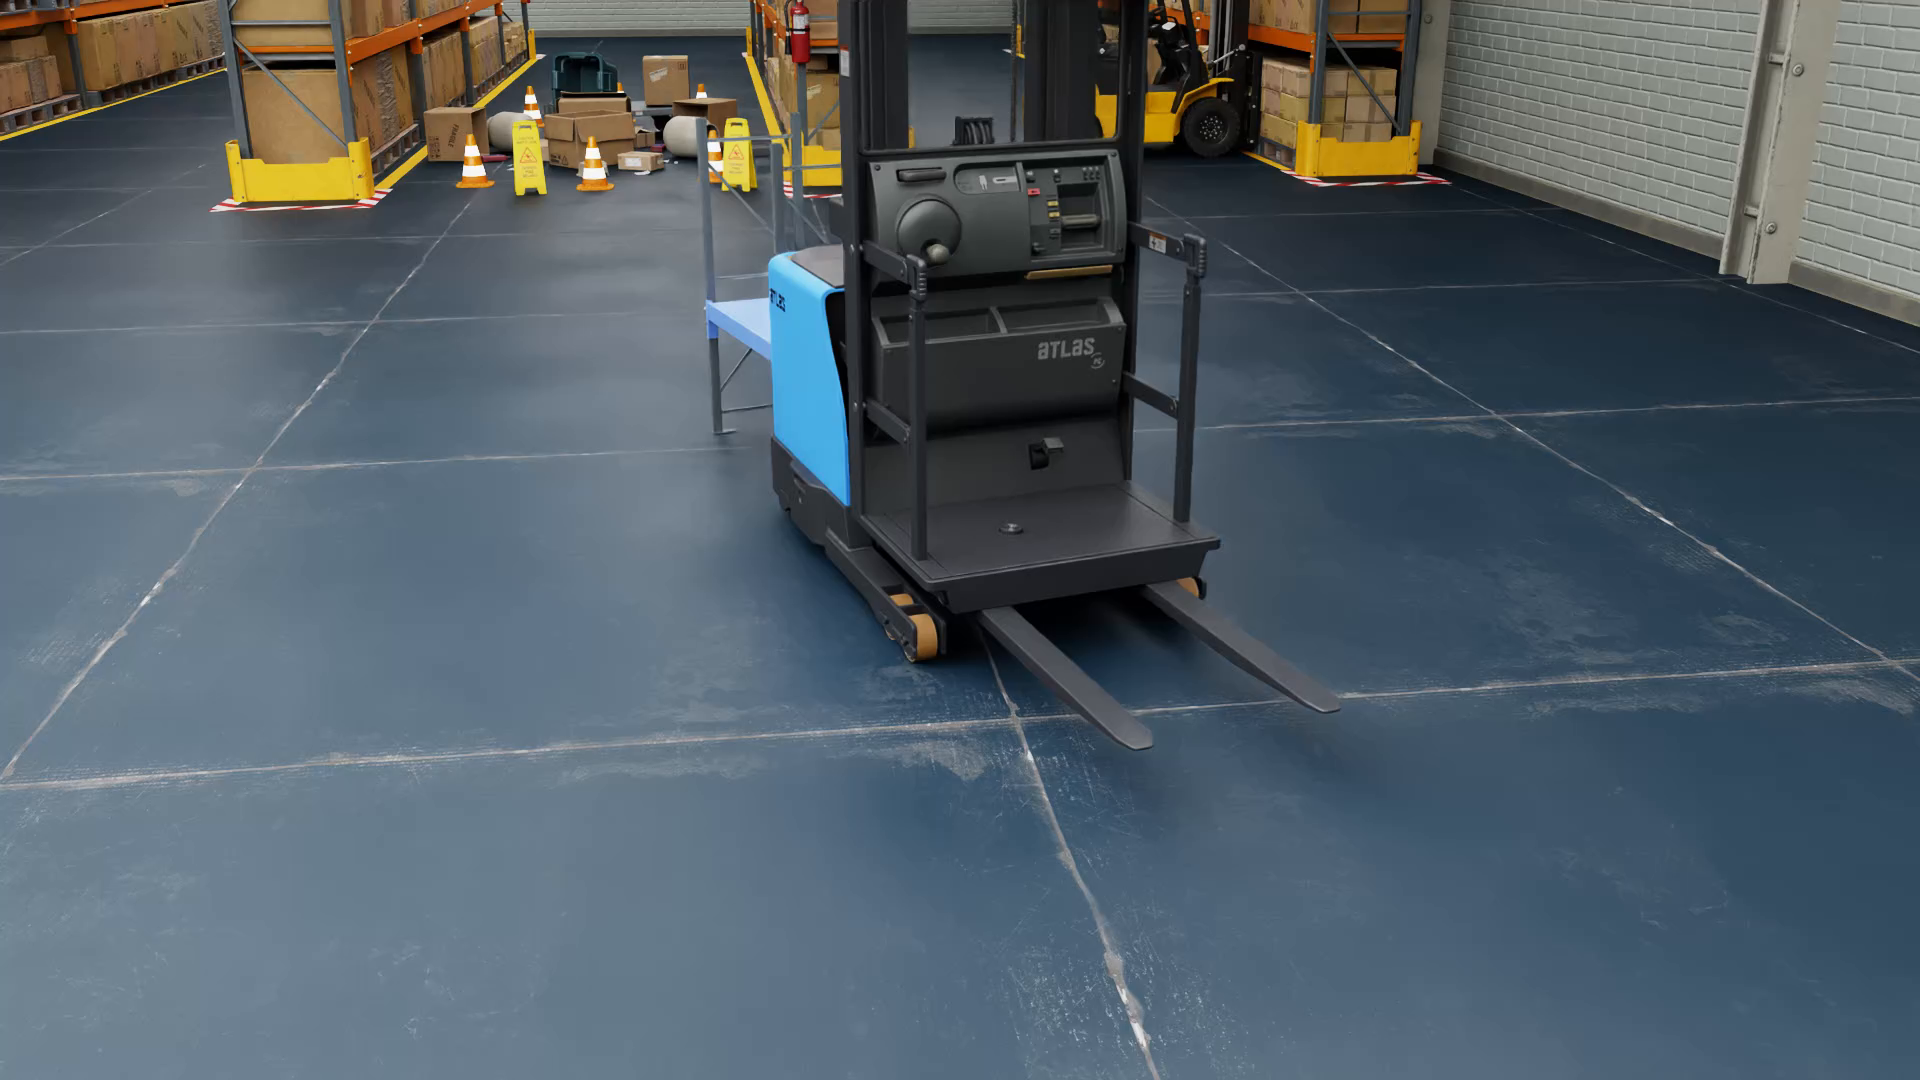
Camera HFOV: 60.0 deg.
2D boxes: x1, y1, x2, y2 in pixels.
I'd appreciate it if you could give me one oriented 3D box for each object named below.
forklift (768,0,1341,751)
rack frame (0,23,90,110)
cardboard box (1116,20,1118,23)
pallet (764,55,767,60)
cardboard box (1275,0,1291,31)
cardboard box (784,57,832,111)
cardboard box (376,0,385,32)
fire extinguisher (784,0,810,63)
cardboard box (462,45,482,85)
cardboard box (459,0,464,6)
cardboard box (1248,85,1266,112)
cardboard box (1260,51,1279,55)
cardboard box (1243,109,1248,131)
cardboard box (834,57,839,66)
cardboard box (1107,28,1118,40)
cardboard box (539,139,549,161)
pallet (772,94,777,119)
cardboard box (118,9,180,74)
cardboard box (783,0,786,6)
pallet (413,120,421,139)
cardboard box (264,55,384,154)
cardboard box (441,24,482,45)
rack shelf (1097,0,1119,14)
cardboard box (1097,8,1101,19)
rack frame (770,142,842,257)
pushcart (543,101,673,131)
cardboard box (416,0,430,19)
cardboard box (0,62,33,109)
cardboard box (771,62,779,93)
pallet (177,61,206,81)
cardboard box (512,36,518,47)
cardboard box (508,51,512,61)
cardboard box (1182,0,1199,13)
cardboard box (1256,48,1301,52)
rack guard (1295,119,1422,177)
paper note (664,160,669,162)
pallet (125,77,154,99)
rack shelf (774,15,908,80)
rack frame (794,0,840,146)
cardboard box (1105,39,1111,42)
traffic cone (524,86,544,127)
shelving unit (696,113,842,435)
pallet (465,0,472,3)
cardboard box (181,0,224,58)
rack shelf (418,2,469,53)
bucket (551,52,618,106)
[{"bbox_3d":[0.223,-1.126,5.543,1.130,2.935,3.031,-8,22,-21],"label":"forklift"},{"bbox_3d":[-11.971,-7.049,21.303,1.000,3.000,0.127,-3,21,-8],"label":"rack frame"},{"bbox_3d":[2.645,-8.042,26.007,0.380,0.149,0.250,-2,21,-6],"label":"cardboard box"},{"bbox_3d":[-2.773,-7.895,27.553,1.003,0.211,1.213,-3,21,-8],"label":"pallet"},{"bbox_3d":[3.504,-5.415,16.784,0.500,0.500,0.500,-2,21,-6],"label":"cardboard box"},{"bbox_3d":[-1.608,-4.842,17.651,0.500,0.500,0.500,-2,21,-5],"label":"cardboard box"},{"bbox_3d":[-6.168,-5.262,16.303,0.875,0.550,0.500,-3,21,-8],"label":"cardboard box"},{"bbox_3d":[-1.451,-4.680,15.070,0.296,0.674,0.183,-3,21,-8],"label":"fire extinguisher"},{"bbox_3d":[-6.898,-6.548,22.933,0.500,0.500,0.500,-4,21,-10],"label":"cardboard box"},{"bbox_3d":[-6.717,-7.169,21.480,0.500,0.500,0.500,-3,21,-8],"label":"cardboard box"},{"bbox_3d":[3.364,-4.678,17.570,0.500,0.250,0.500,-3,21,-9],"label":"cardboard box"},{"bbox_3d":[3.230,-5.260,18.414,0.500,0.250,0.500,-2,21,-6],"label":"cardboard box"},{"bbox_3d":[3.297,-4.611,18.105,0.500,0.250,0.500,-2,21,-6],"label":"cardboard box"},{"bbox_3d":[-1.087,-4.880,17.753,0.500,0.500,0.500,-2,21,-5],"label":"cardboard box"},{"bbox_3d":[2.355,-7.382,24.238,0.380,0.149,0.250,-4,21,-11],"label":"cardboard box"},{"bbox_3d":[-4.401,-4.096,17.305,0.396,0.266,0.258,1,20,2],"label":"cardboard box"},{"bbox_3d":[-1.881,-5.551,21.276,1.003,0.211,1.213,-3,21,-8],"label":"pallet"},{"bbox_3d":[-12.435,-7.415,24.719,1.225,0.875,0.875,-3,21,-8],"label":"cardboard box"},{"bbox_3d":[-1.498,-5.486,16.551,0.500,0.500,0.500,-3,21,-8],"label":"cardboard box"},{"bbox_3d":[-6.657,-4.837,19.364,1.003,0.211,1.213,-3,21,-8],"label":"pallet"},{"bbox_3d":[-6.187,-4.232,16.196,0.875,0.875,0.875,-3,21,-9],"label":"cardboard box"},{"bbox_3d":[-6.981,-7.068,23.254,0.500,0.250,0.500,-3,21,-8],"label":"cardboard box"},{"bbox_3d":[2.459,-8.156,25.295,1.077,0.370,4.000,-3,21,-8],"label":"rack shelf"},{"bbox_3d":[2.044,-8.429,26.618,0.380,0.149,0.250,-4,21,-10],"label":"cardboard box"},{"bbox_3d":[-0.539,-0.937,7.082,0.500,1.500,0.032,-9,22,-24],"label":"rack frame"},{"bbox_3d":[-3.837,-4.803,19.038,1.648,0.377,0.936,-11,23,-26],"label":"pushcart"},{"bbox_3d":[-6.281,-6.122,18.677,0.500,0.500,0.500,-3,21,-7],"label":"cardboard box"},{"bbox_3d":[-11.673,-5.466,20.008,0.700,0.500,0.500,-1,21,-3],"label":"cardboard box"},{"bbox_3d":[-1.978,-6.064,21.819,0.950,0.372,0.625,-3,21,-9],"label":"cardboard box"},{"bbox_3d":[-12.580,-7.395,26.214,1.003,0.211,1.213,-3,21,-8],"label":"pallet"},{"bbox_3d":[-7.593,-8.324,27.766,0.380,0.149,0.250,-3,21,-7],"label":"cardboard box"},{"bbox_3d":[-7.398,-7.745,26.640,0.380,0.149,0.250,-2,21,-6],"label":"cardboard box"},{"bbox_3d":[2.992,-6.507,20.065,0.500,0.250,0.500,-2,21,-7],"label":"cardboard box"},{"bbox_3d":[3.674,-5.458,18.942,0.500,0.250,0.500,-3,21,-9],"label":"cardboard box"},{"bbox_3d":[3.904,-3.852,16.314,1.175,0.500,0.348,-3,21,-8],"label":"rack guard"},{"bbox_3d":[-3.091,-3.912,17.162,0.148,0.019,0.142,4,21,11],"label":"paper note"},{"bbox_3d":[-12.182,-6.441,23.660,1.003,0.211,1.213,-3,21,-8],"label":"pallet"},{"bbox_3d":[-1.299,-5.135,17.205,1.077,0.370,4.000,-3,21,-8],"label":"rack shelf"},{"bbox_3d":[-1.011,-4.779,15.225,1.000,3.000,0.127,-3,21,-8],"label":"rack frame"},{"bbox_3d":[2.411,-7.136,24.507,0.500,0.500,0.500,-3,21,-9],"label":"cardboard box"},{"bbox_3d":[-5.171,-5.232,20.062,0.336,0.463,0.334,-3,21,-8],"label":"traffic cone"},{"bbox_3d":[-0.757,-1.098,7.512,0.538,1.500,1.048,-9,22,-24],"label":"shelving unit"},{"bbox_3d":[-7.256,-7.416,22.559,1.213,0.211,1.003,-3,21,-8],"label":"pallet"},{"bbox_3d":[-12.821,-8.488,27.591,0.875,0.875,0.875,-3,21,-8],"label":"cardboard box"},{"bbox_3d":[-6.760,-6.235,20.151,1.077,0.370,4.000,-3,21,-8],"label":"rack shelf"},{"bbox_3d":[-4.170,-5.127,18.663,0.726,0.611,0.620,4,11,11],"label":"bucket"}]
